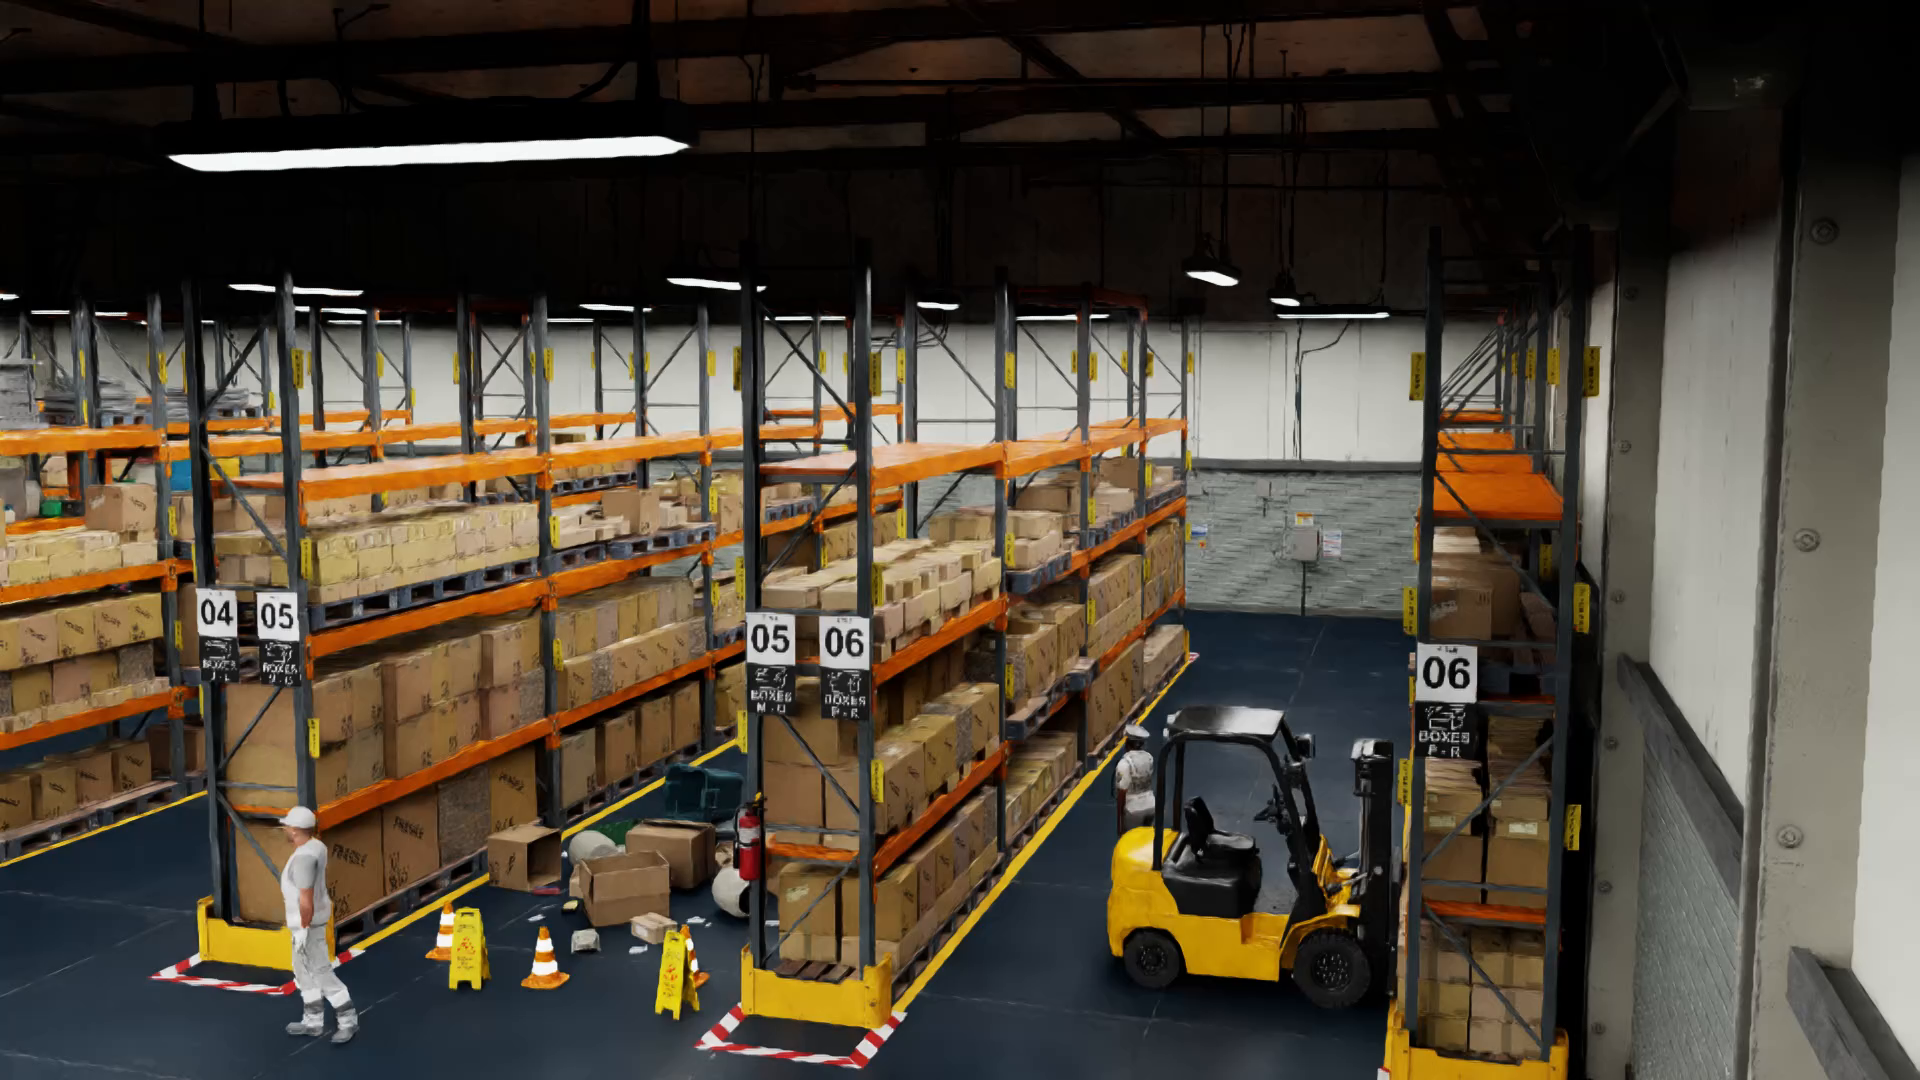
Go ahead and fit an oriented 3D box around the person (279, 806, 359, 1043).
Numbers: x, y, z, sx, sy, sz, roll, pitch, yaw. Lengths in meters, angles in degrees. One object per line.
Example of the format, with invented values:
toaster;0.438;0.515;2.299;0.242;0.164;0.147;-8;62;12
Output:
person;-4.862;2.888;12.585;0.553;1.781;0.646;-2;7;-14

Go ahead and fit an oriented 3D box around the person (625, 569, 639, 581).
person;-5.291;1.245;27.044;0.392;1.767;0.677;0;6;0

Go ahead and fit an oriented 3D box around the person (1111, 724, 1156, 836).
person;1.610;2.574;15.688;0.497;1.677;0.467;-6;9;-43
